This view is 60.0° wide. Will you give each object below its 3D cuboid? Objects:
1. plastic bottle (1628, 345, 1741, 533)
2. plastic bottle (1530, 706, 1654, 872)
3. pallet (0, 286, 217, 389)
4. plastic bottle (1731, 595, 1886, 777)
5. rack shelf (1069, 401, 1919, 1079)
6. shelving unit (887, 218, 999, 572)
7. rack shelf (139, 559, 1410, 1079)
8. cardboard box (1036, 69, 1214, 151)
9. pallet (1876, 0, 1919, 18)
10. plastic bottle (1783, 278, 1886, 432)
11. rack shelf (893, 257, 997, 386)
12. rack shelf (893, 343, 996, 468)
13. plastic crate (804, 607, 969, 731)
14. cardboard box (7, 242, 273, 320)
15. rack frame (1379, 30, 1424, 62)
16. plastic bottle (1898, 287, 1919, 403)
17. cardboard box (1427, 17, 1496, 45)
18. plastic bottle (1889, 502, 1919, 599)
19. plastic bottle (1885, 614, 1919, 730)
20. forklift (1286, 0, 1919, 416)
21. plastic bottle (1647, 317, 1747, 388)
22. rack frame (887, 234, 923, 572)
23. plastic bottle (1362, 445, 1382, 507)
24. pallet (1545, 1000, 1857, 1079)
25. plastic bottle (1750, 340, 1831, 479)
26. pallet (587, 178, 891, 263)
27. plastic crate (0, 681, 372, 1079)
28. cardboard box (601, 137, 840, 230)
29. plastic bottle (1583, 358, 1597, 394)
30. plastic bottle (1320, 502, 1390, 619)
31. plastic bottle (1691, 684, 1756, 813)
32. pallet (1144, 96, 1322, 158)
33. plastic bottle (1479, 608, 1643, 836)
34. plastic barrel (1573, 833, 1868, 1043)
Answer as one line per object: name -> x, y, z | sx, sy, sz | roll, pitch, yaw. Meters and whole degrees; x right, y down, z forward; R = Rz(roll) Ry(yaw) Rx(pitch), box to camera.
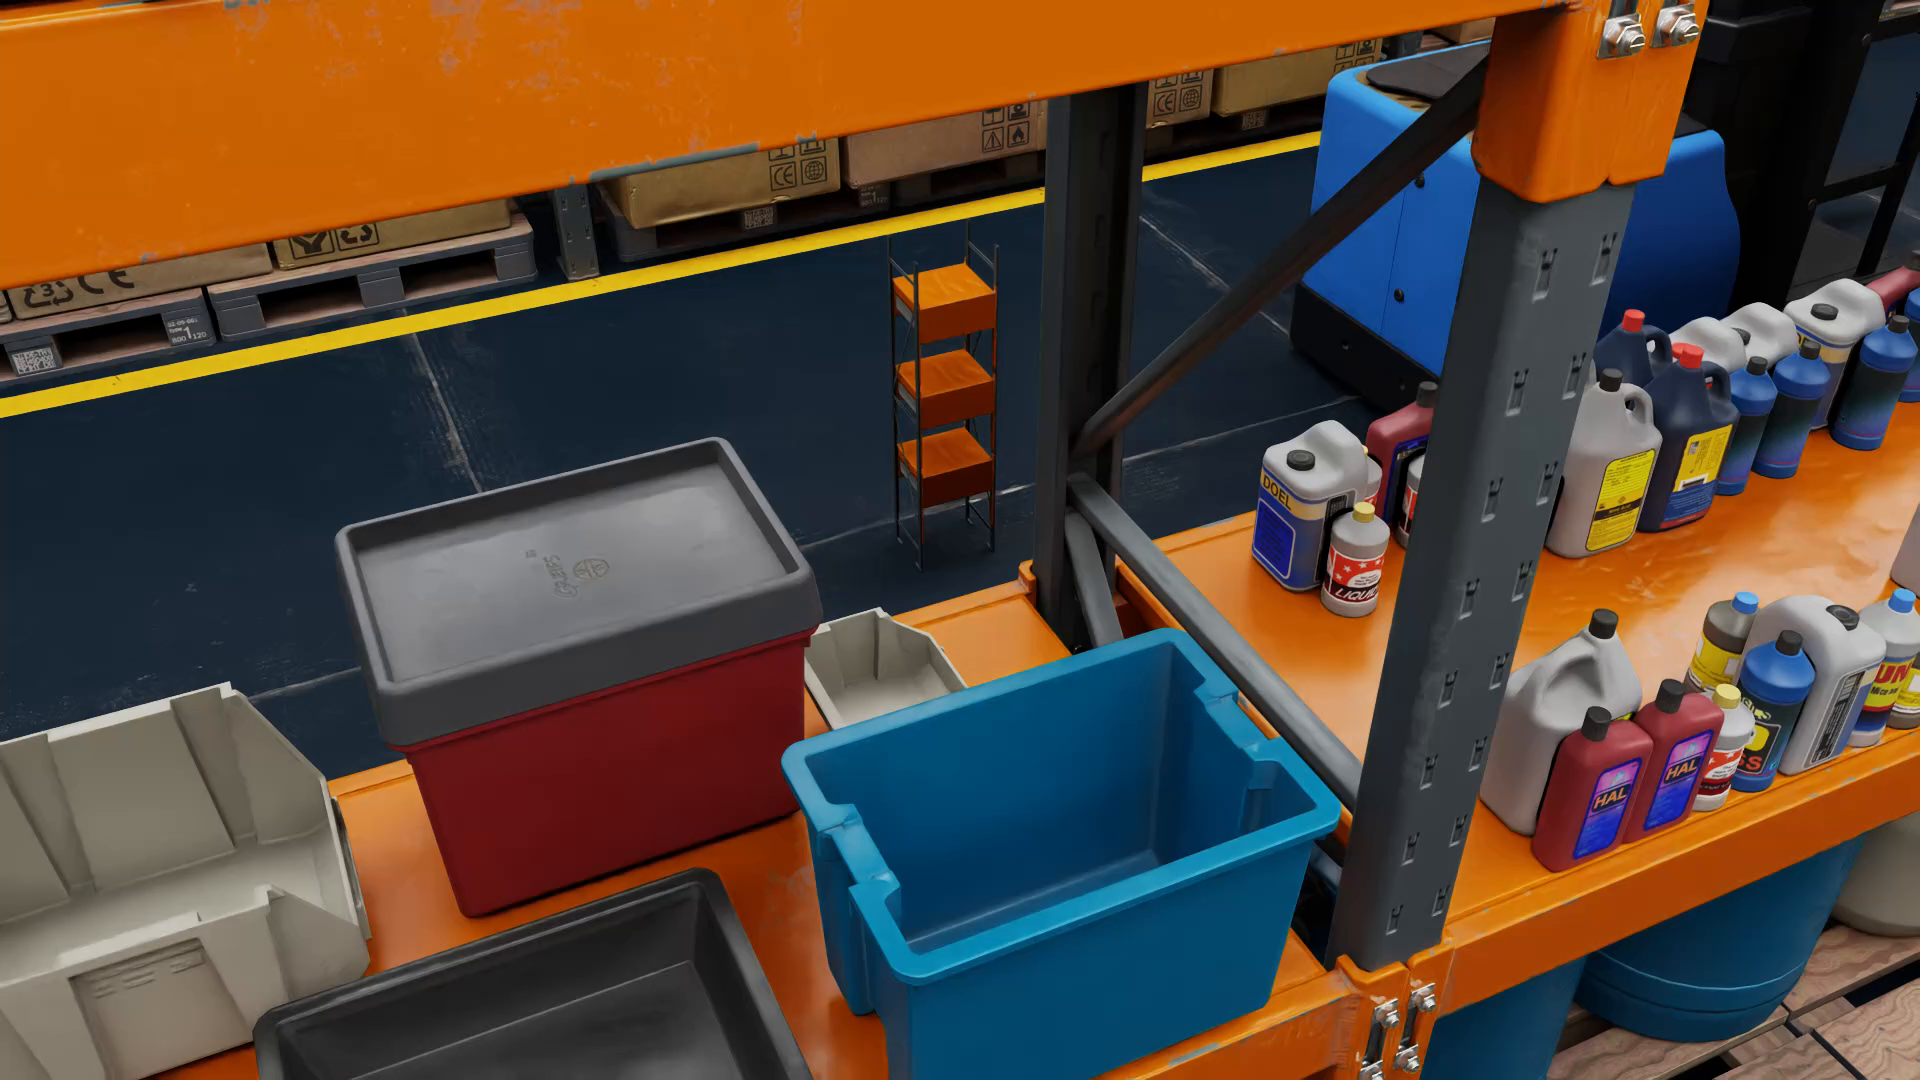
plastic bottle -> 1.315, -0.200, 3.043 | 0.185, 0.351, 0.144 | -16, 39, -20
plastic bottle -> 0.906, 0.342, 2.369 | 0.133, 0.283, 0.061 | -16, 39, -20
pallet -> -3.539, -0.931, 6.329 | 1.213, 0.211, 1.003 | -16, 39, -20
plastic bottle -> 1.305, 0.204, 2.562 | 0.135, 0.276, 0.152 | -16, 39, -20
rack shelf -> 2.204, -0.059, 3.416 | 4.000, 0.370, 1.077 | -16, 39, -20
shelving unit -> -0.048, -0.408, 4.919 | 0.252, 1.050, 0.215 | -16, 39, -20
rack shelf -> -1.417, 0.953, 2.051 | 4.000, 0.370, 1.077 | -16, 39, -20
cardboard box -> 0.466, -2.456, 7.474 | 0.875, 0.875, 1.225 | -15, 39, -20
pallet -> 4.826, -3.220, 9.414 | 1.213, 0.211, 1.003 | -16, 39, -20
plastic bottle -> 1.731, -0.379, 3.347 | 0.135, 0.276, 0.152 | -16, 39, -20
rack shelf -> -0.048, -0.628, 4.756 | 0.240, 0.259, 0.215 | -16, 39, -20
rack shelf -> -0.048, -0.400, 4.925 | 0.240, 0.259, 0.215 | -16, 39, -20
plastic crate -> -0.089, 0.281, 2.525 | 0.243, 0.136, 0.396 | -16, 39, -20
cardboard box -> -3.158, -1.476, 6.154 | 0.875, 0.875, 0.875 | -16, 39, -20
rack frame -> 1.910, -3.525, 7.485 | 0.127, 3.000, 1.000 | -16, 39, -20
plastic bottle -> 1.971, -0.422, 3.409 | 0.097, 0.271, 0.097 | 0, 37, 0
cardboard box -> 2.508, -2.878, 8.342 | 0.500, 0.500, 0.700 | -18, 40, -22
plastic bottle -> 1.747, -0.020, 2.863 | 0.135, 0.276, 0.152 | -16, 39, -20
plastic bottle -> 1.510, 0.194, 2.637 | 0.097, 0.201, 0.097 | 0, 37, 0
forklift -> 2.750, -2.024, 5.519 | 3.031, 2.935, 1.130 | -17, 40, -22
plastic bottle -> 1.400, -0.286, 3.222 | 0.135, 0.276, 0.152 | -16, 39, -20
rack frame -> -0.159, -0.377, 4.877 | 0.008, 1.050, 0.200 | -16, 39, -20
plastic bottle -> 0.706, -0.080, 3.007 | 0.097, 0.201, 0.097 | 0, 37, 0
pallet -> 1.109, 1.105, 3.583 | 1.213, 0.211, 1.003 | -16, 39, -20
plastic bottle -> 1.591, -0.256, 3.185 | 0.097, 0.271, 0.097 | 0, 37, 0
pallet -> -1.045, -1.629, 7.269 | 1.213, 0.211, 1.003 | -16, 39, -20
plastic crate -> -1.068, 0.469, 2.149 | 0.530, 0.282, 0.437 | -16, 39, -20
cardboard box -> -1.141, -2.001, 6.861 | 0.875, 0.875, 1.225 | -15, 39, -20
plastic bottle -> 1.086, -0.231, 3.085 | 0.185, 0.351, 0.144 | -16, 39, -20
plastic bottle -> 0.682, 0.026, 2.863 | 0.097, 0.201, 0.097 | 0, 37, 0
plastic bottle -> 1.124, 0.302, 2.491 | 0.097, 0.201, 0.097 | 0, 37, 0
pallet -> 1.164, -2.246, 8.102 | 1.213, 0.211, 1.003 | -16, 39, -20
plastic bottle -> 0.886, 0.253, 2.432 | 0.185, 0.351, 0.144 | -16, 39, -20
plastic barrel -> 1.534, 0.525, 3.434 | 0.708, 0.901, 0.600 | -16, 39, -20
